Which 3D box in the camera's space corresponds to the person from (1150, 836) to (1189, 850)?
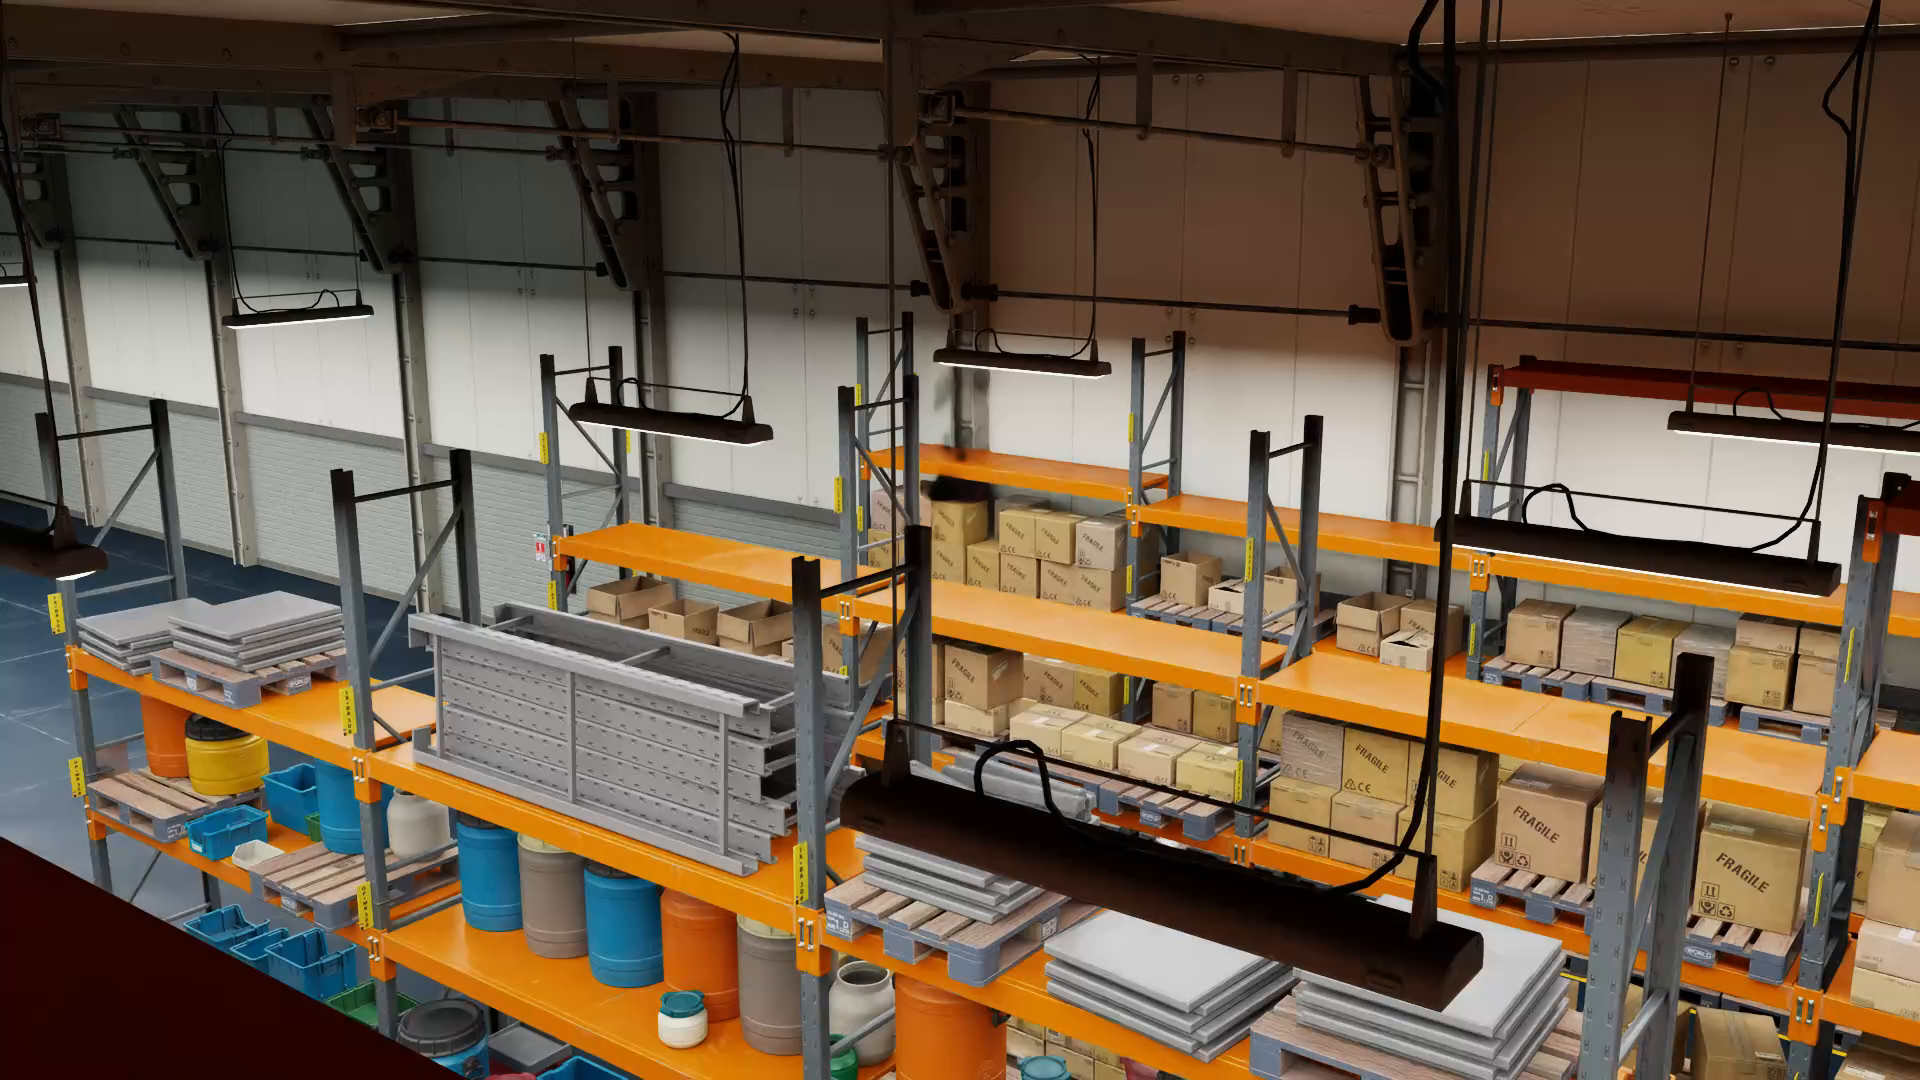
[{"bbox_3d":[2.069,3.415,16.677,0.765,1.740,0.674,7,15,28],"label":"person"}]
